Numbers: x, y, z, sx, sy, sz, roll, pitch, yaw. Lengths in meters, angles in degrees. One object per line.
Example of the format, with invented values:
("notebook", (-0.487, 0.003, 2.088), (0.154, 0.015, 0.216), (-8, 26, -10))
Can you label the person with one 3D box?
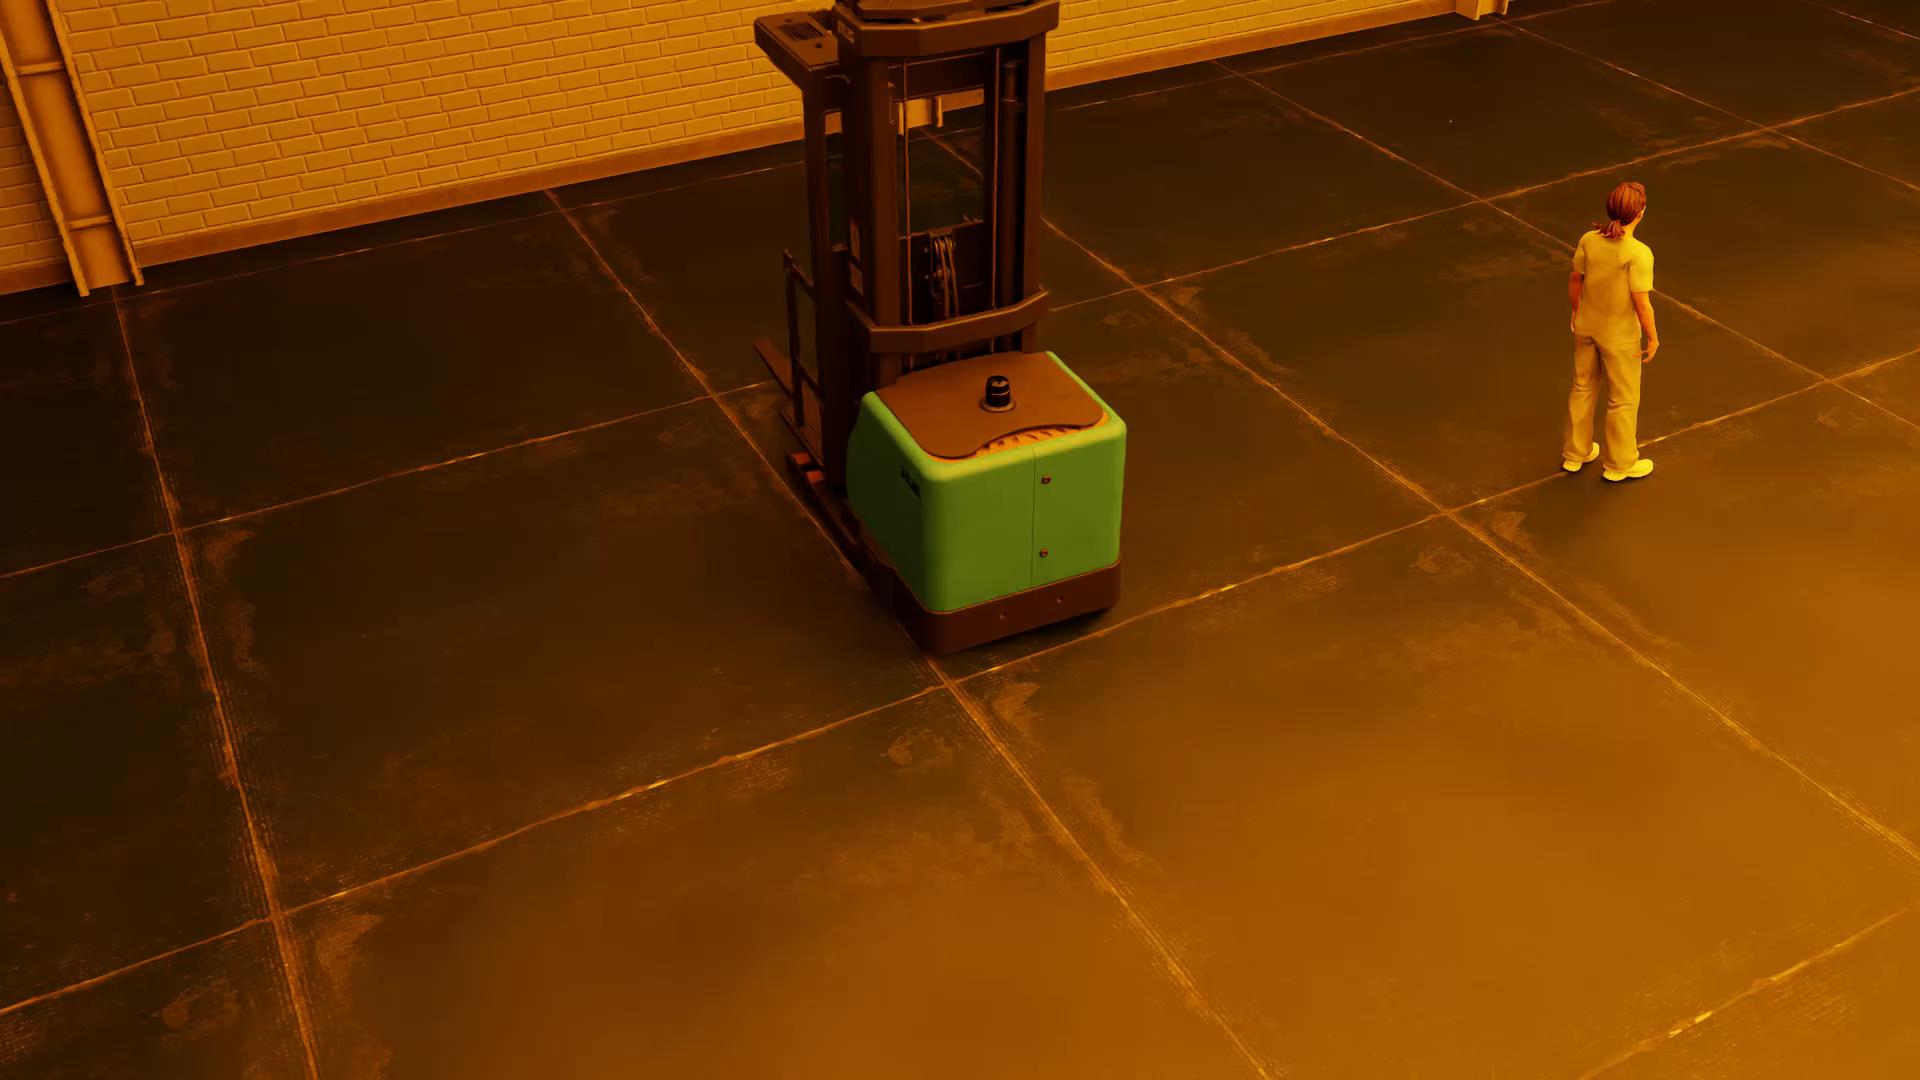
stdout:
("person", (3.462, -1.106, 8.763), (0.548, 1.673, 0.550), (-21, 40, -26))

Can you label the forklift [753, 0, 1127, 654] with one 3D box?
("forklift", (-0.299, -1.504, 8.250), (1.130, 2.935, 3.031), (-15, 38, -20))
